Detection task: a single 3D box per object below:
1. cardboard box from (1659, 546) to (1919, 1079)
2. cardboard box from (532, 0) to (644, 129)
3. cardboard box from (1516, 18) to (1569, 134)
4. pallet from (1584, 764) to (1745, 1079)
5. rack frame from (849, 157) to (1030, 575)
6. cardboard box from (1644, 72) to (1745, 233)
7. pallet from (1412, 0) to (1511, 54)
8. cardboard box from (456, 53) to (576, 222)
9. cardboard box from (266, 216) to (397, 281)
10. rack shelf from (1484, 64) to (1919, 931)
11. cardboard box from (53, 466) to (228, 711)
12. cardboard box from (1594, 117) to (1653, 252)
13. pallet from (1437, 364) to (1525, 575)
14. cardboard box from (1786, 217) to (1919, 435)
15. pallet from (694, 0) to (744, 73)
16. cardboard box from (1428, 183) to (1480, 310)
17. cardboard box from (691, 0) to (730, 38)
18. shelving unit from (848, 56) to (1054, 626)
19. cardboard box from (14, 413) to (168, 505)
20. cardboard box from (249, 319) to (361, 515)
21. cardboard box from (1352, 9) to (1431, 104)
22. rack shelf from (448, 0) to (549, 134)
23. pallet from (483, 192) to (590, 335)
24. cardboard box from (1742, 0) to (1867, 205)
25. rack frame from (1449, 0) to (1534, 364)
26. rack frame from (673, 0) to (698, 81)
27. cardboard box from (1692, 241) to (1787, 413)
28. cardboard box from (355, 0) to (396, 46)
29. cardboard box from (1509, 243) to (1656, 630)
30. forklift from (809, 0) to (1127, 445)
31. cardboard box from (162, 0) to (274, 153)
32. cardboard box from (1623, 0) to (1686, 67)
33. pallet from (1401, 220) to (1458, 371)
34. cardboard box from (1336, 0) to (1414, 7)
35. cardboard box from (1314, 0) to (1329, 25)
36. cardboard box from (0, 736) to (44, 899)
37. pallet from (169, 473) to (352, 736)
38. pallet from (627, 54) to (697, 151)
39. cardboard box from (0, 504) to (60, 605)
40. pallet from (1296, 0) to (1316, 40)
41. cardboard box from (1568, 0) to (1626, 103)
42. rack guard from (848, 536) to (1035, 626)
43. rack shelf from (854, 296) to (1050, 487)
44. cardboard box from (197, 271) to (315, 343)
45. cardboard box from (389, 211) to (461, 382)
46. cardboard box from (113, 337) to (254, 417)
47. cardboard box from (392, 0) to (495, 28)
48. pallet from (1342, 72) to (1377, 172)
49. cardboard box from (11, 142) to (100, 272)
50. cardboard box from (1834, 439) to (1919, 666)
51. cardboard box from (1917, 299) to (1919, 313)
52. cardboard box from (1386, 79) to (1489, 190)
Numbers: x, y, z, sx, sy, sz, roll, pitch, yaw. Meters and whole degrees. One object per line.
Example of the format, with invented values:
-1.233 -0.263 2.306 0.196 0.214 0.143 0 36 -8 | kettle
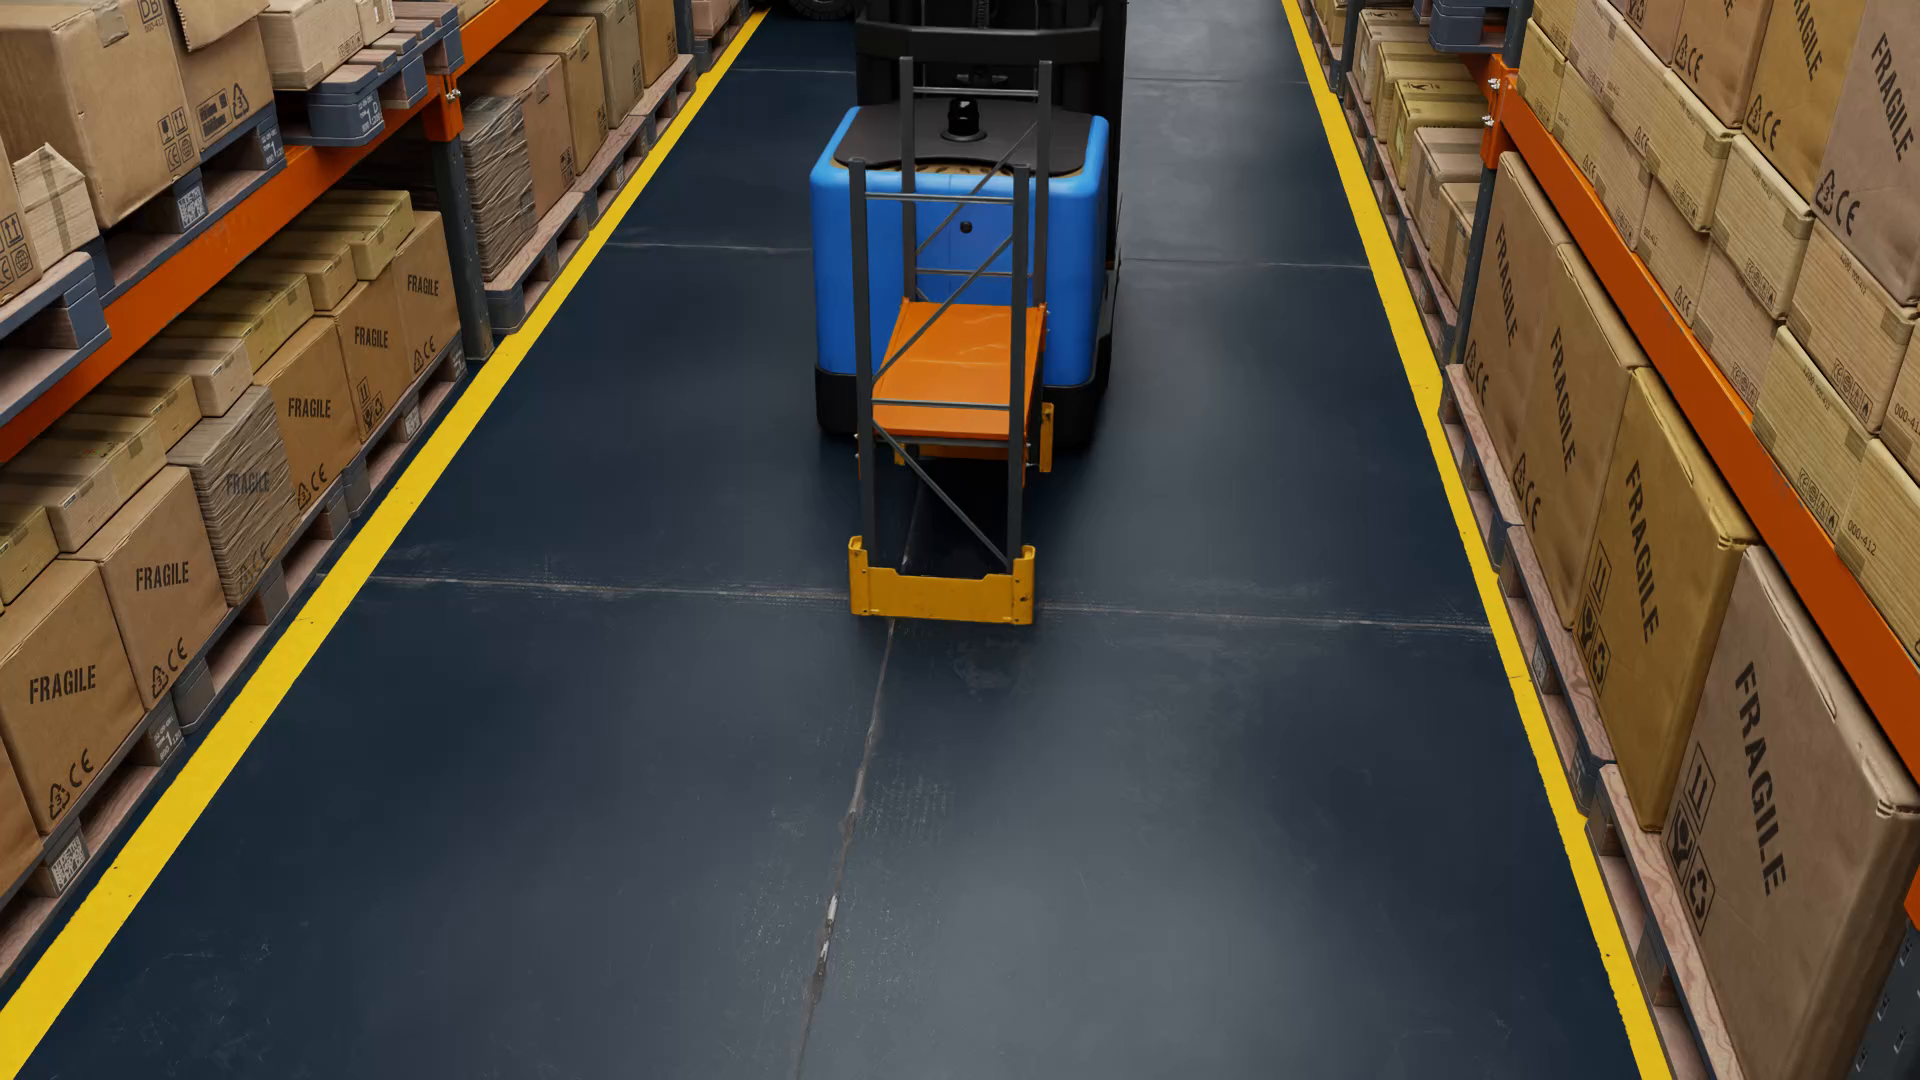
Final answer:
2.118 0.632 3.491 0.875 0.875 0.875 3 32 6 | cardboard box
-2.251 -2.649 9.052 0.875 0.625 0.625 2 32 3 | cardboard box
2.182 -1.549 5.547 0.500 0.250 0.500 2 32 3 | cardboard box
2.135 1.014 3.903 1.003 0.211 1.213 2 32 4 | pallet
-0.058 -0.402 4.972 0.500 1.500 0.032 3 32 5 | rack frame
2.035 -0.958 4.111 0.500 0.250 0.500 3 32 5 | cardboard box
2.424 -2.154 6.568 1.213 0.211 1.003 2 32 4 | pallet
-2.365 -1.904 7.843 0.875 0.625 0.625 3 32 6 | cardboard box
-2.254 -1.046 5.952 0.380 0.149 0.250 1 32 1 | cardboard box
2.310 -0.506 4.398 1.077 0.370 4.000 2 32 4 | rack shelf
-2.458 0.126 4.669 0.500 0.500 0.500 2 32 3 | cardboard box
2.109 -1.006 4.666 0.500 0.250 0.500 3 32 6 | cardboard box
2.333 -0.262 5.974 1.003 0.211 1.213 2 32 4 | pallet
1.974 -0.418 3.236 0.500 0.250 0.500 3 32 5 | cardboard box
-2.043 -3.387 11.044 1.003 0.211 1.213 2 32 4 | pallet
2.529 -1.213 6.964 0.950 0.372 0.625 0 32 1 | cardboard box
-1.780 -3.407 10.640 0.500 0.250 0.500 3 32 4 | cardboard box
-0.004 -0.662 5.395 0.587 1.500 1.083 3 32 5 | shelving unit
-2.462 -0.229 4.626 0.380 0.149 0.250 4 32 6 | cardboard box
-2.386 -0.417 5.551 0.500 0.500 0.500 4 32 6 | cardboard box
2.758 -2.735 9.434 0.950 0.372 0.625 3 32 5 | cardboard box
-2.312 -2.808 8.133 1.077 0.370 4.000 2 32 4 | rack shelf
-2.369 -1.310 7.674 1.003 0.211 1.213 2 32 4 | pallet
2.029 -1.014 3.488 0.500 0.500 0.500 3 32 5 | cardboard box
2.473 -1.858 5.906 1.000 3.000 0.127 2 32 4 | rack frame
-2.149 -4.160 9.641 1.000 3.000 0.127 2 32 4 | rack frame
2.035 -0.477 3.808 0.500 0.250 0.500 2 32 3 | cardboard box
-2.146 -1.780 5.619 0.380 0.149 0.250 3 32 5 | cardboard box
2.257 -0.308 5.016 0.875 0.875 0.875 3 32 5 | cardboard box
0.153 -2.354 6.776 1.130 2.935 3.031 4 32 6 | forklift
-2.423 -1.429 4.712 0.797 0.503 0.637 2 32 3 | cardboard box
2.100 -1.549 4.356 0.500 0.500 0.500 3 32 5 | cardboard box
2.538 -1.080 7.300 1.003 0.211 1.213 2 32 4 | pallet
2.579 -3.598 10.235 0.500 0.500 0.500 2 32 3 | cardboard box
2.612 -3.557 10.884 0.500 0.250 0.500 2 32 3 | cardboard box
-2.537 0.666 3.793 0.500 0.500 0.500 4 32 6 | cardboard box
-2.675 0.144 5.315 1.003 0.211 1.213 2 32 4 | pallet
-2.170 -2.586 9.745 1.003 0.211 1.213 2 32 4 | pallet
-2.542 0.030 4.207 0.380 0.149 0.250 2 32 3 | cardboard box
2.914 -3.755 11.642 1.003 0.211 1.213 2 32 4 | pallet
2.142 -1.482 4.963 0.500 0.250 0.500 3 32 5 | cardboard box
-0.058 0.130 5.301 0.587 0.250 0.087 3 32 5 | rack guard
-0.003 -0.514 5.497 0.538 0.185 1.000 3 32 5 | rack shelf
-2.386 -0.774 5.511 0.380 0.149 0.250 3 32 5 | cardboard box
-2.295 -0.952 6.419 0.500 0.500 0.500 3 32 5 | cardboard box
-2.399 -0.498 5.062 0.380 0.149 0.250 1 32 2 | cardboard box
-2.195 -2.226 6.646 0.500 0.250 0.500 3 32 4 | cardboard box
2.736 -2.355 9.371 1.003 0.211 1.213 2 32 4 | pallet
-2.305 -0.808 3.930 0.396 0.266 0.258 4 32 6 | cardboard box
1.932 0.052 2.949 0.500 0.250 0.500 2 32 3 | cardboard box
1.933 -0.479 2.620 0.500 0.500 0.500 3 32 6 | cardboard box
2.648 -1.996 8.234 0.950 0.372 0.625 3 32 6 | cardboard box
